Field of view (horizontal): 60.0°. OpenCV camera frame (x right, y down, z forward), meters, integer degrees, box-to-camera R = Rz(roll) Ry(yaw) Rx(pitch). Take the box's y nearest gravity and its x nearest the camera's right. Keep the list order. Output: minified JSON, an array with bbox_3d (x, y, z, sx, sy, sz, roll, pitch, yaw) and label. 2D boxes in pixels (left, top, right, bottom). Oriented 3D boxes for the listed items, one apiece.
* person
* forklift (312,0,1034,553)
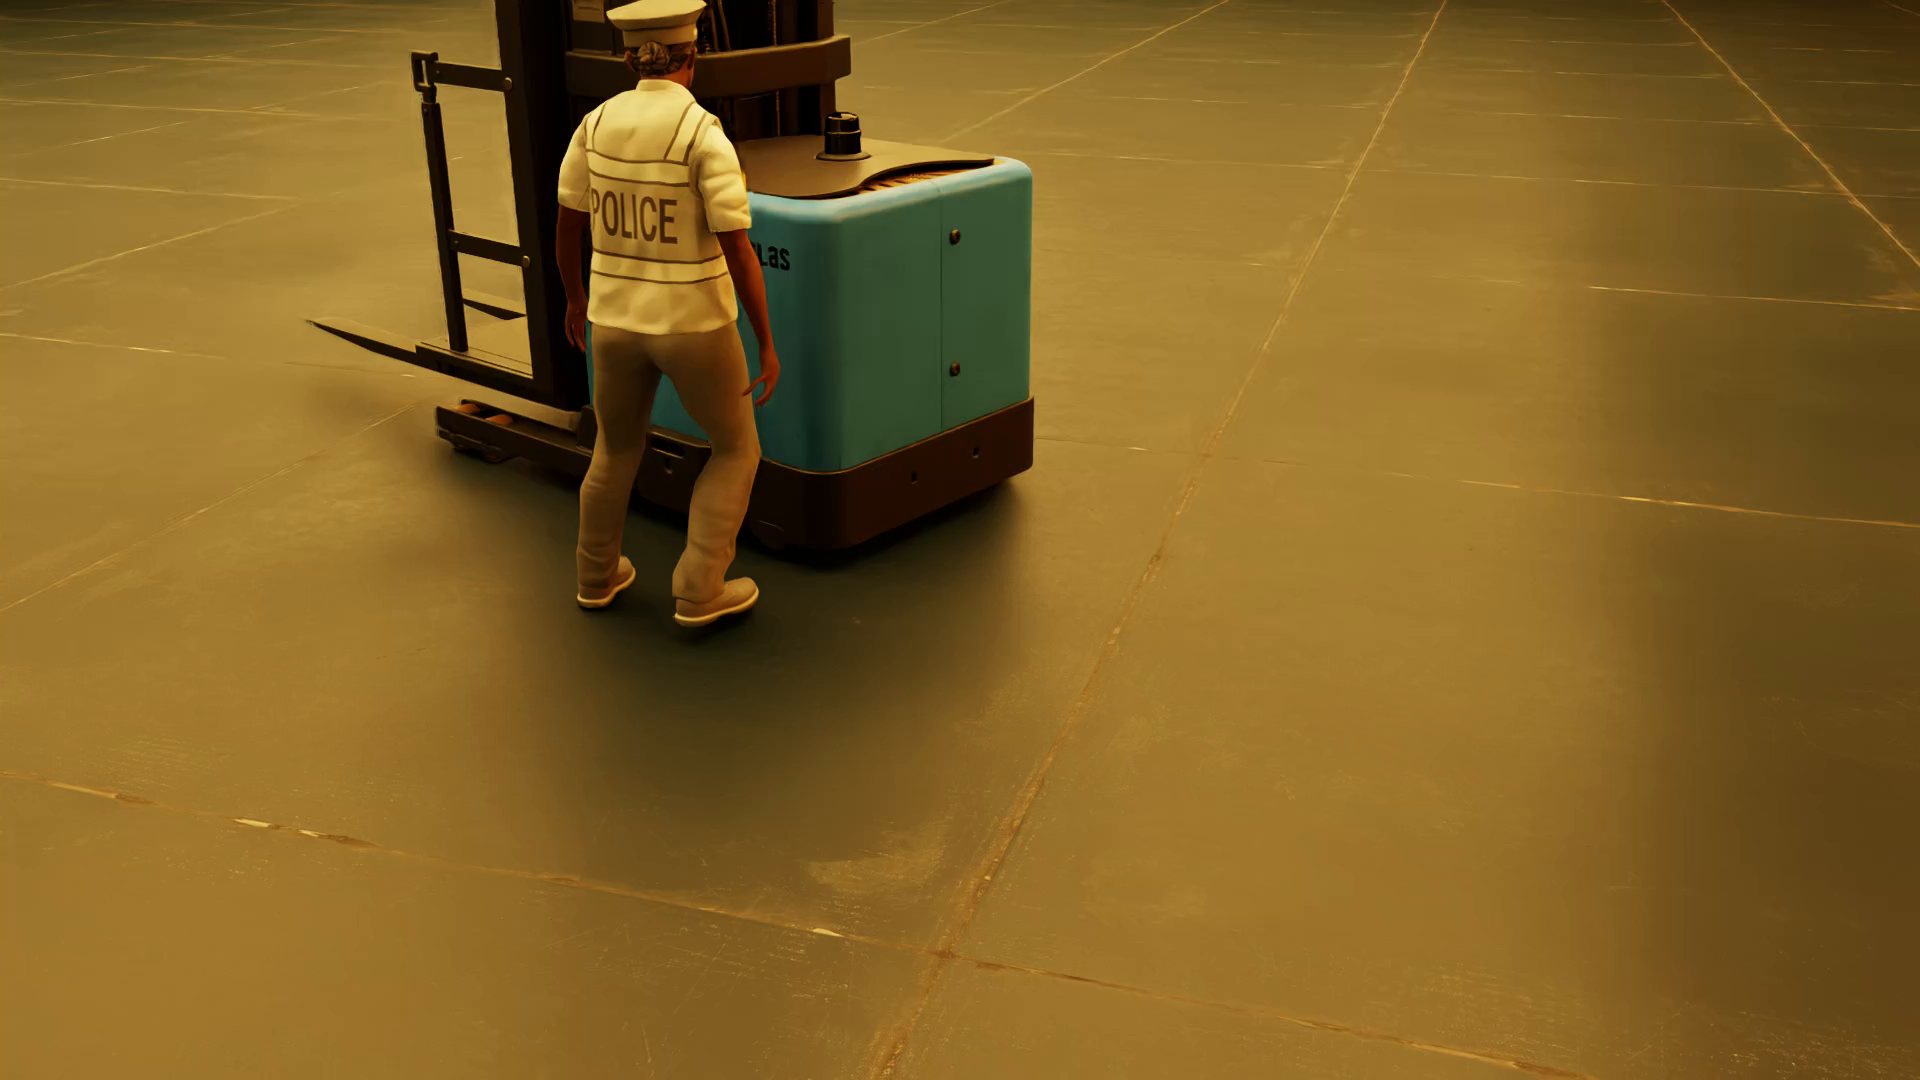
[{"bbox_3d":[-0.772,-0.553,4.323,0.700,1.634,0.391,8,24,19],"label":"person"},{"bbox_3d":[-1.217,-1.761,5.545,3.031,2.935,1.130,17,28,36],"label":"forklift"}]
